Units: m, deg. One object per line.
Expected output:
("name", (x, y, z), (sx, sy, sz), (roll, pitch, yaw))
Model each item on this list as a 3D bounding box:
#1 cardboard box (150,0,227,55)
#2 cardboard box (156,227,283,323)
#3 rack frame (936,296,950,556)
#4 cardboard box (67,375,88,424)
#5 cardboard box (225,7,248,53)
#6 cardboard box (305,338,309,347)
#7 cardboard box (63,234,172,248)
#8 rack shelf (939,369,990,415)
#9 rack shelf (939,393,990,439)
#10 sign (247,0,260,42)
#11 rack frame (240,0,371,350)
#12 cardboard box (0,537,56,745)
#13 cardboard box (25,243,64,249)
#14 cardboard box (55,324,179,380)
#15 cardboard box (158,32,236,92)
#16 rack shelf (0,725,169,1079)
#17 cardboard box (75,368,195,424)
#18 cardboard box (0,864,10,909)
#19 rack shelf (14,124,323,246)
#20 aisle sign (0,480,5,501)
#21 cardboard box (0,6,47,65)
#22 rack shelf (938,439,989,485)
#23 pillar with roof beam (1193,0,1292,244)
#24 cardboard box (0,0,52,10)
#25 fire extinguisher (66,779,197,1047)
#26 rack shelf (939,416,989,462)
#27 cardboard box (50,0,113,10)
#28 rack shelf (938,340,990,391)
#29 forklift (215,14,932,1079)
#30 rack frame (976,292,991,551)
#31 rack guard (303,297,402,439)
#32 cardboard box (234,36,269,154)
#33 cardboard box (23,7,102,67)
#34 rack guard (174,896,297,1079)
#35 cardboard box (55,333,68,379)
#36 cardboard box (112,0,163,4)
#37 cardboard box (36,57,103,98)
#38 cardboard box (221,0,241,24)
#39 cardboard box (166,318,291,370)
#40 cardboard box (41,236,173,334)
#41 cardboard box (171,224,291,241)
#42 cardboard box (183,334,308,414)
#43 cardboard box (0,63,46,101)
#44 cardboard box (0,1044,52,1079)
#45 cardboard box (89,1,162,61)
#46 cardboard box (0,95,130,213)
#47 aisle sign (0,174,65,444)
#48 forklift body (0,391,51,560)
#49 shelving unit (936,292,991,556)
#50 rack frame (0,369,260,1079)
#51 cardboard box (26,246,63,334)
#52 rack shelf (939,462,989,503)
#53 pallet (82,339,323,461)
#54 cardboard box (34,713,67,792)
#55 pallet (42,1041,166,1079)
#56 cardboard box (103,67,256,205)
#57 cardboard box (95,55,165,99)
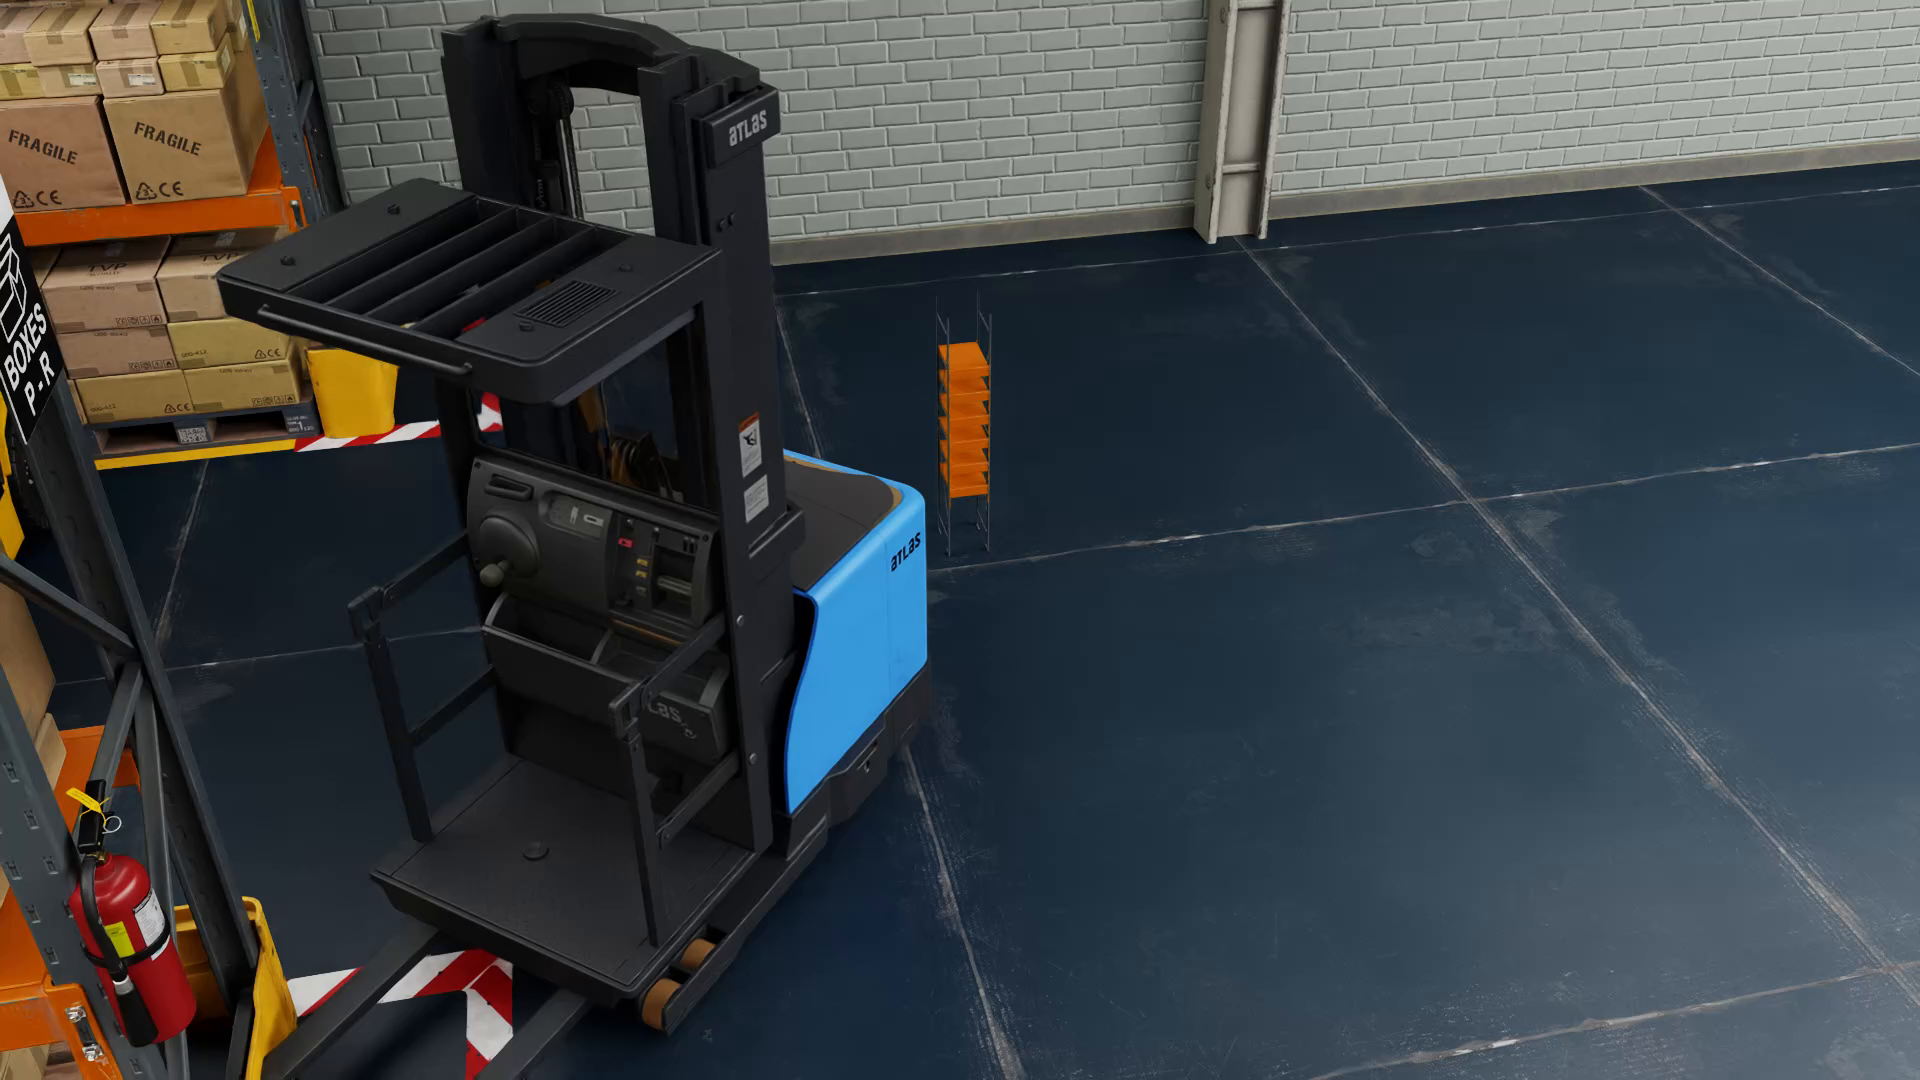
("cardboard box", (-3.545, -2.368, 7.647), (0.250, 0.149, 0.380), (-7, 35, -10))
("cardboard box", (-3.623, -1.314, 8.209), (0.500, 0.250, 0.500), (-6, 34, -9))
("rack frame", (-0.075, -0.489, 7.402), (0.006, 1.200, 0.240), (-7, 35, -11))
("cardboard box", (-4.608, -0.782, 8.315), (0.500, 0.250, 0.500), (-7, 34, -10))
("cardboard box", (-3.630, -2.502, 8.115), (0.250, 0.149, 0.380), (-8, 35, -12))
("cardboard box", (-3.765, -1.170, 8.893), (0.500, 0.250, 0.500), (-7, 35, -10))
("cardboard box", (-4.239, -1.520, 8.517), (0.500, 0.250, 0.500), (-7, 35, -10))
("rack shelf", (0.014, -0.662, 7.309), (0.180, 0.103, 0.258), (-7, 35, -11))
("rack shelf", (0.014, -0.563, 7.376), (0.180, 0.103, 0.258), (-7, 35, -11))
("sign", (-3.136, -2.374, 7.345), (0.005, 0.325, 0.100), (-7, 35, -11))
("rack frame", (-3.242, -2.092, 8.175), (0.127, 3.000, 1.000), (-7, 35, -11))
("cardboard box", (-2.667, 0.348, 4.183), (0.500, 0.500, 0.500), (-8, 35, -11))
("cardboard box", (-4.730, -1.464, 8.434), (0.500, 0.250, 0.500), (-7, 35, -11))
("cardboard box", (-4.140, -1.047, 8.260), (0.500, 0.250, 0.500), (-8, 35, -11))
("cardboard box", (-3.519, -2.208, 7.676), (0.250, 0.149, 0.380), (-7, 34, -10))
("rack shelf", (-4.094, 1.150, 3.990), (4.000, 0.370, 1.077), (-7, 35, -11))
("cardboard box", (-4.118, -0.839, 8.399), (0.500, 0.250, 0.500), (-7, 35, -11))
("cardboard box", (-2.461, 0.872, 3.984), (0.250, 0.149, 0.380), (-6, 34, -9))
("rack shelf", (-5.193, -1.547, 8.009), (4.000, 0.370, 1.077), (-7, 35, -11))
("aisle sign", (-2.019, -0.324, 3.208), (0.004, 0.787, 0.394), (-7, 35, -11))
("cardboard box", (-4.287, -2.283, 7.522), (0.250, 0.149, 0.380), (-7, 34, -10))
("rack shelf", (0.014, -0.363, 7.510), (0.180, 0.103, 0.258), (-7, 35, -11))
("pillar with roof beam", (2.682, -3.385, 4.718), (0.400, 9.000, 9.100), (-7, 35, -11))
("cardboard box", (-4.379, -2.525, 7.882), (0.250, 0.149, 0.380), (-7, 34, -10))
("fire extinguisher", (-1.930, 0.874, 3.825), (0.183, 0.674, 0.296), (-7, 35, -11))
("rack shelf", (0.014, -0.463, 7.443), (0.180, 0.103, 0.258), (-7, 35, -11))
("cardboard box", (-4.134, -2.547, 7.915), (0.250, 0.149, 0.380), (-7, 34, -10))
("rack shelf", (0.014, -0.762, 7.242), (0.180, 0.103, 0.258), (-7, 35, -11))
("forklift", (-1.254, 0.082, 4.998), (1.130, 2.935, 3.031), (17, 37, 23))
("rack frame", (0.103, -0.511, 7.435), (0.006, 1.200, 0.240), (-7, 35, -11))
("rack guard", (-3.219, -1.057, 8.876), (0.348, 0.500, 1.175), (-7, 35, -11))
("cardboard box", (-3.787, -2.223, 8.282), (0.500, 0.500, 0.500), (-6, 34, -9))
("cardboard box", (-4.028, -2.274, 7.507), (0.250, 0.149, 0.380), (-6, 34, -9))
("rack guard", (-2.218, 1.653, 4.838), (0.348, 0.500, 1.175), (-7, 35, -11))
("cardboard box", (-4.639, -0.972, 8.148), (0.500, 0.250, 0.500), (-8, 35, -12))
("cardboard box", (-3.890, -2.602, 7.997), (0.250, 0.149, 0.380), (-6, 34, -9))
("cardboard box", (-4.028, -2.162, 7.607), (0.250, 0.149, 0.380), (-7, 34, -10))
("cardboard box", (-3.617, -2.601, 7.995), (0.250, 0.149, 0.380), (-8, 35, -11))
("cardboard box", (-3.648, -1.102, 8.343), (0.500, 0.250, 0.500), (-8, 35, -11))
("cardboard box", (-4.119, -1.248, 8.111), (0.500, 0.250, 0.500), (-7, 34, -10))
("cardboard box", (-3.753, -1.583, 8.611), (0.500, 0.250, 0.500), (-8, 35, -11))
("cardboard box", (-3.631, -0.895, 8.483), (0.500, 0.250, 0.500), (-7, 34, -10))
("cardboard box", (-4.272, -2.137, 7.571), (0.250, 0.149, 0.380), (-7, 35, -11))
("cardboard box", (-2.992, 1.522, 4.881), (0.500, 0.250, 0.500), (-7, 35, -11))
("cardboard box", (-3.779, -2.320, 7.577), (0.250, 0.149, 0.380), (-7, 35, -10))
("cardboard box", (-4.173, -1.871, 7.757), (0.500, 0.500, 0.500), (-6, 34, -9))
("aisle sign", (-2.152, -0.650, 3.694), (0.004, 0.787, 0.394), (-7, 35, -11))
("forklift body", (-4.689, -0.515, 6.587), (1.214, 2.155, 2.313), (-7, 35, -11))
("shelving unit", (0.014, -0.500, 7.418), (0.189, 1.200, 0.258), (-7, 35, -11))
("rack frame", (-2.144, 0.605, 4.156), (0.127, 3.000, 1.000), (-7, 35, -11))
("cardboard box", (-4.609, -1.180, 8.010), (0.500, 0.250, 0.500), (-7, 34, -10))
("rack shelf", (0.014, -0.264, 7.577), (0.180, 0.103, 0.258), (-7, 35, -11))
("pallet", (-3.979, -0.817, 8.778), (1.213, 0.211, 1.003), (-7, 35, -11))
("cardboard box", (-2.521, 0.639, 4.331), (0.250, 0.149, 0.380), (-7, 35, -10))
("pallet", (-3.018, 1.853, 4.799), (1.213, 0.211, 1.003), (-7, 35, -11))
("cardboard box", (-3.664, -1.930, 7.845), (0.500, 0.500, 0.500), (-8, 35, -12))
("cardboard box", (-3.761, -2.160, 7.605), (0.250, 0.149, 0.380), (-7, 34, -10))
